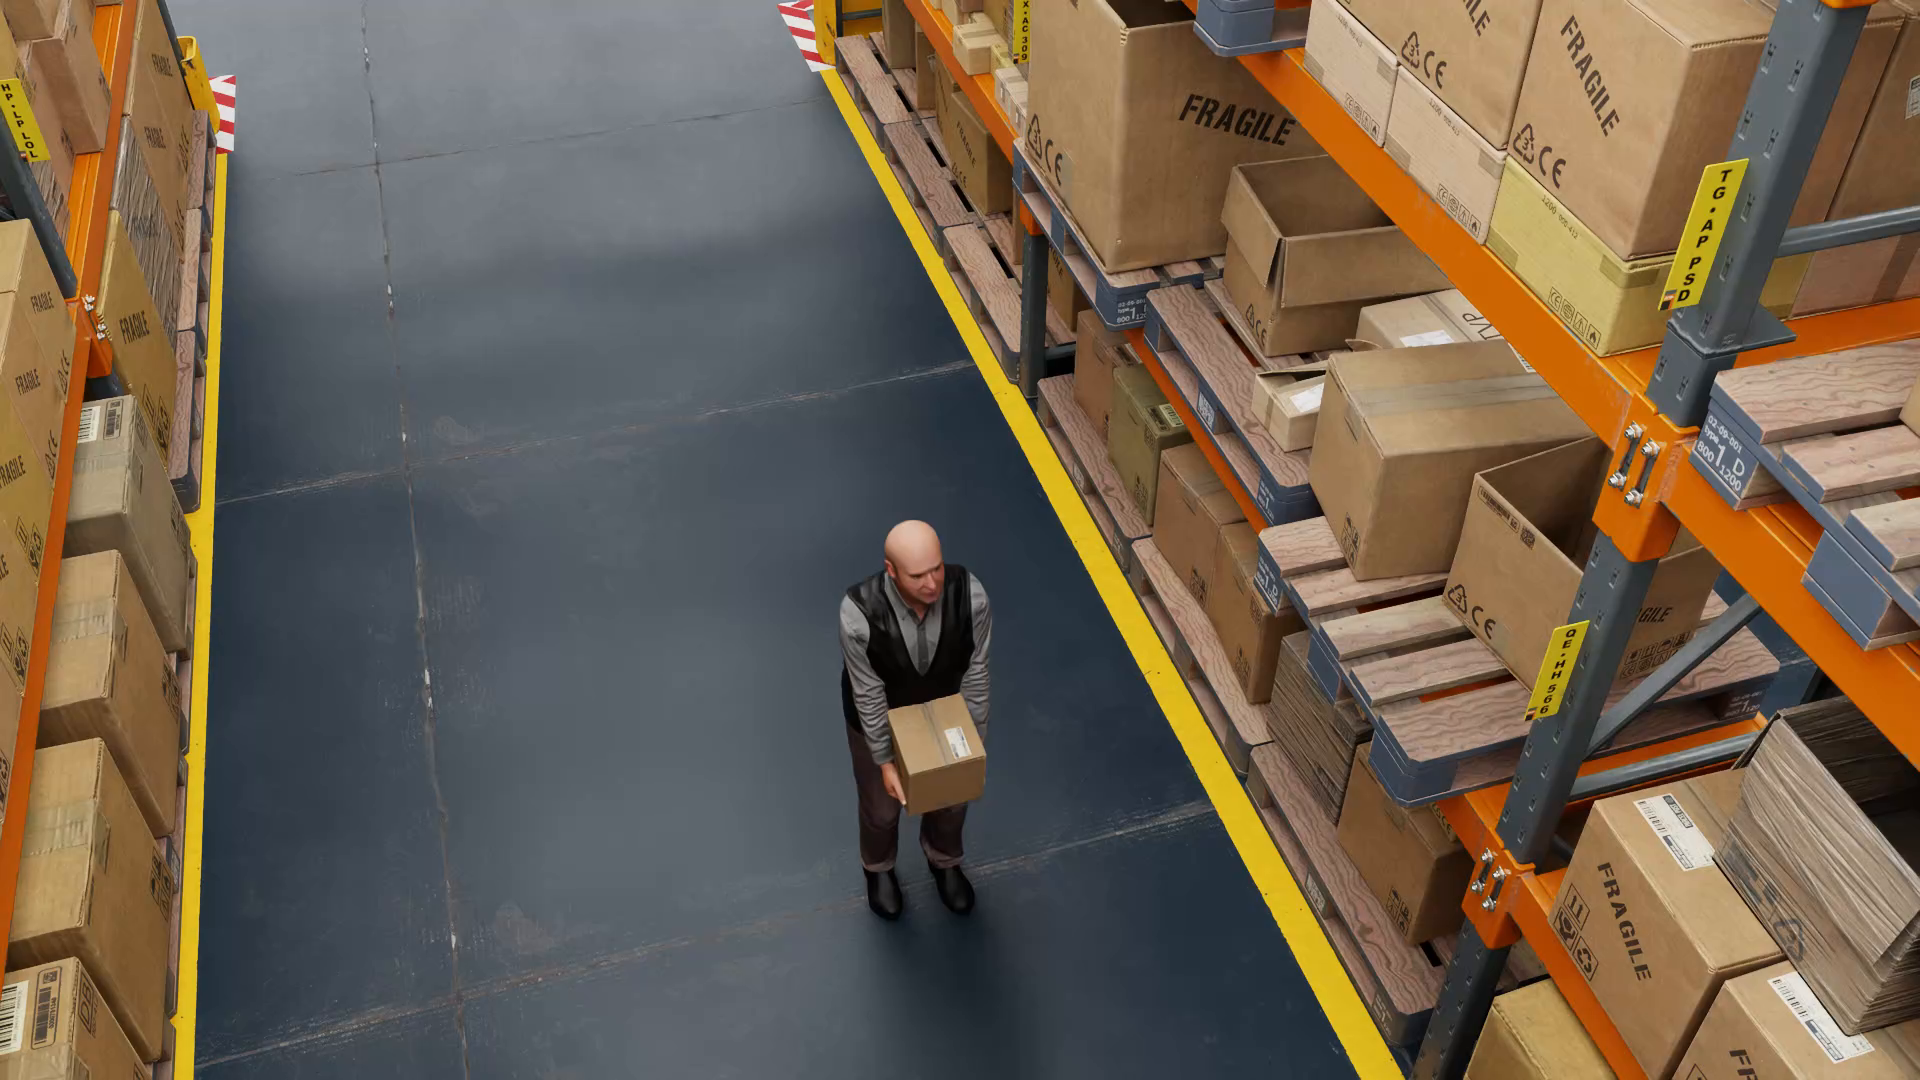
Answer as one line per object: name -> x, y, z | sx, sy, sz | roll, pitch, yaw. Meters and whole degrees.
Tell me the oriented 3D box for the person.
person -> -0.123, 0.638, 5.474 | 0.493, 1.719, 0.567 | -13, 43, -14
